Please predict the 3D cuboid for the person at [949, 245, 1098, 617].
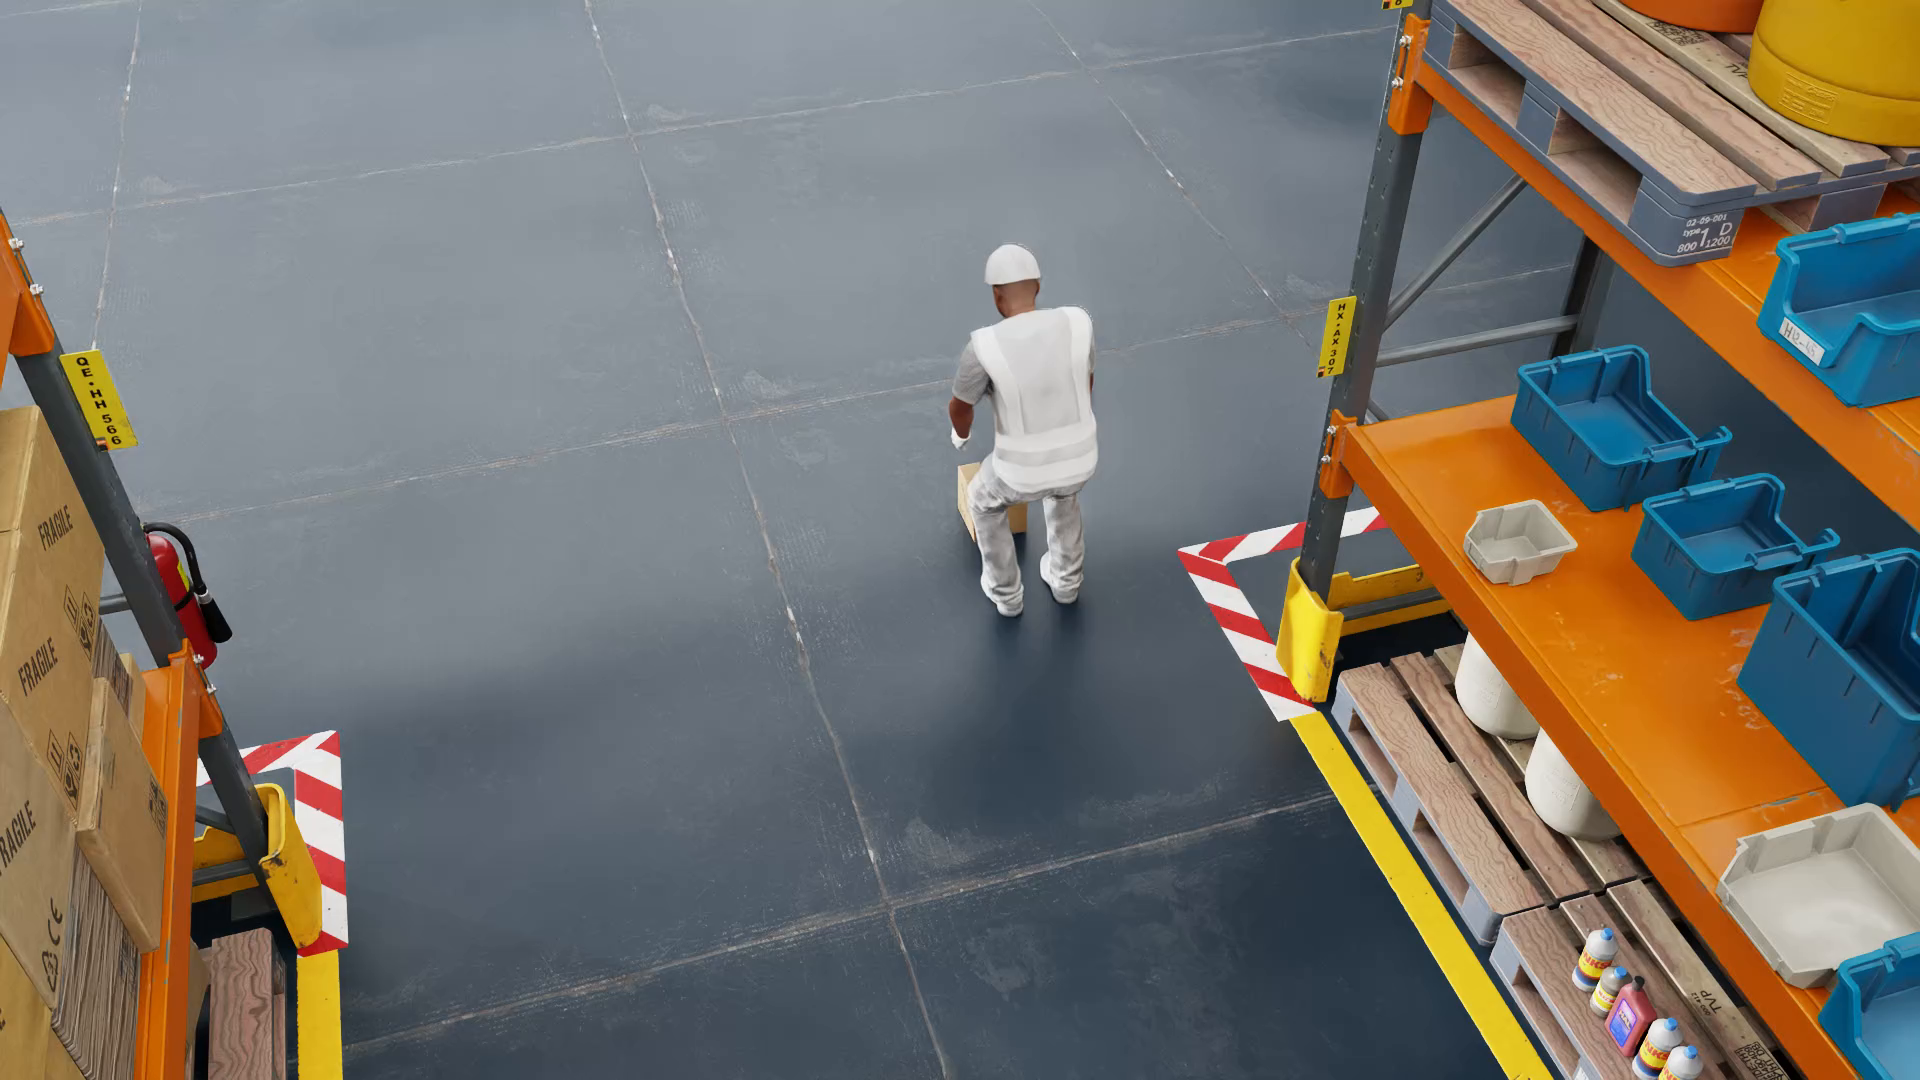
[{"bbox_3d":[0.259,-0.394,6.723,0.601,1.601,0.629,-11,43,-12],"label":"person"}]
